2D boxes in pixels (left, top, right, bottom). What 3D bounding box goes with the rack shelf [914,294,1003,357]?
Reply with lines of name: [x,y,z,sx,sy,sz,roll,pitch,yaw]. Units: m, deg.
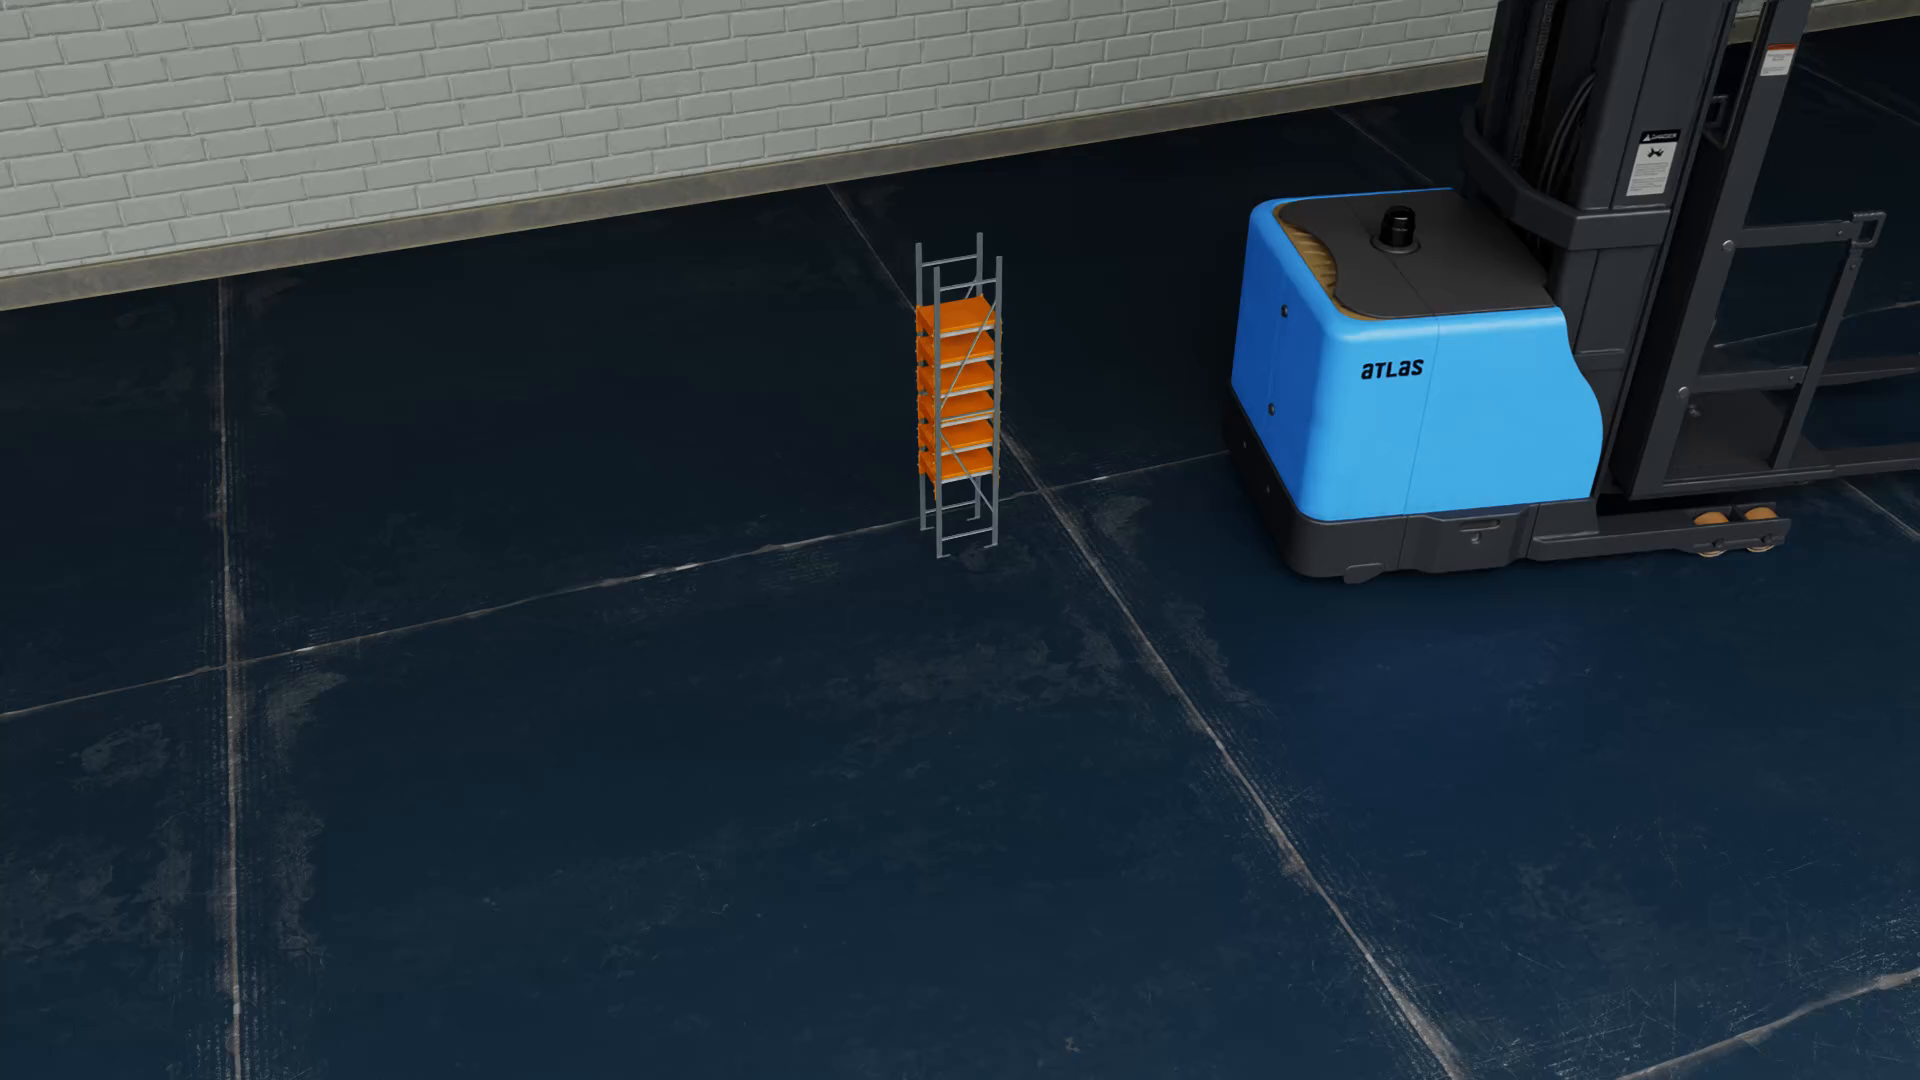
rack shelf: [-0.005,-0.739,5.710,0.258,0.103,0.180,-12,39,-16]

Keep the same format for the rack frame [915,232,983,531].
rack frame: [-0.036,-0.539,5.968,0.240,1.200,0.006,-12,39,-16]

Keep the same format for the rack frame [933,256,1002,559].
rack frame: [0.026,-0.436,5.831,0.240,1.200,0.006,-12,39,-16]

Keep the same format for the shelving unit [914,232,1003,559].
shelving unit: [-0.005,-0.487,5.900,0.258,1.200,0.189,-12,39,-16]

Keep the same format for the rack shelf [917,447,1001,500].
rack shelf: [-0.005,-0.260,6.071,0.258,0.103,0.180,-12,39,-16]

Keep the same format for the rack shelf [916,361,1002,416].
rack shelf: [-0.005,-0.548,5.854,0.258,0.103,0.180,-12,39,-16]

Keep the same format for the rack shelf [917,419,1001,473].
rack shelf: [-0.005,-0.356,5.999,0.258,0.103,0.180,-12,39,-16]

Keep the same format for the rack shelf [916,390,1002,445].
rack shelf: [-0.005,-0.452,5.927,0.258,0.103,0.180,-12,39,-16]

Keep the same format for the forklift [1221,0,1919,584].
forklift: [2.615,-1.418,5.697,3.031,2.935,1.130,-5,37,-7]

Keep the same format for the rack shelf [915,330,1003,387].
rack shelf: [-0.005,-0.644,5.782,0.258,0.103,0.180,-12,39,-16]
